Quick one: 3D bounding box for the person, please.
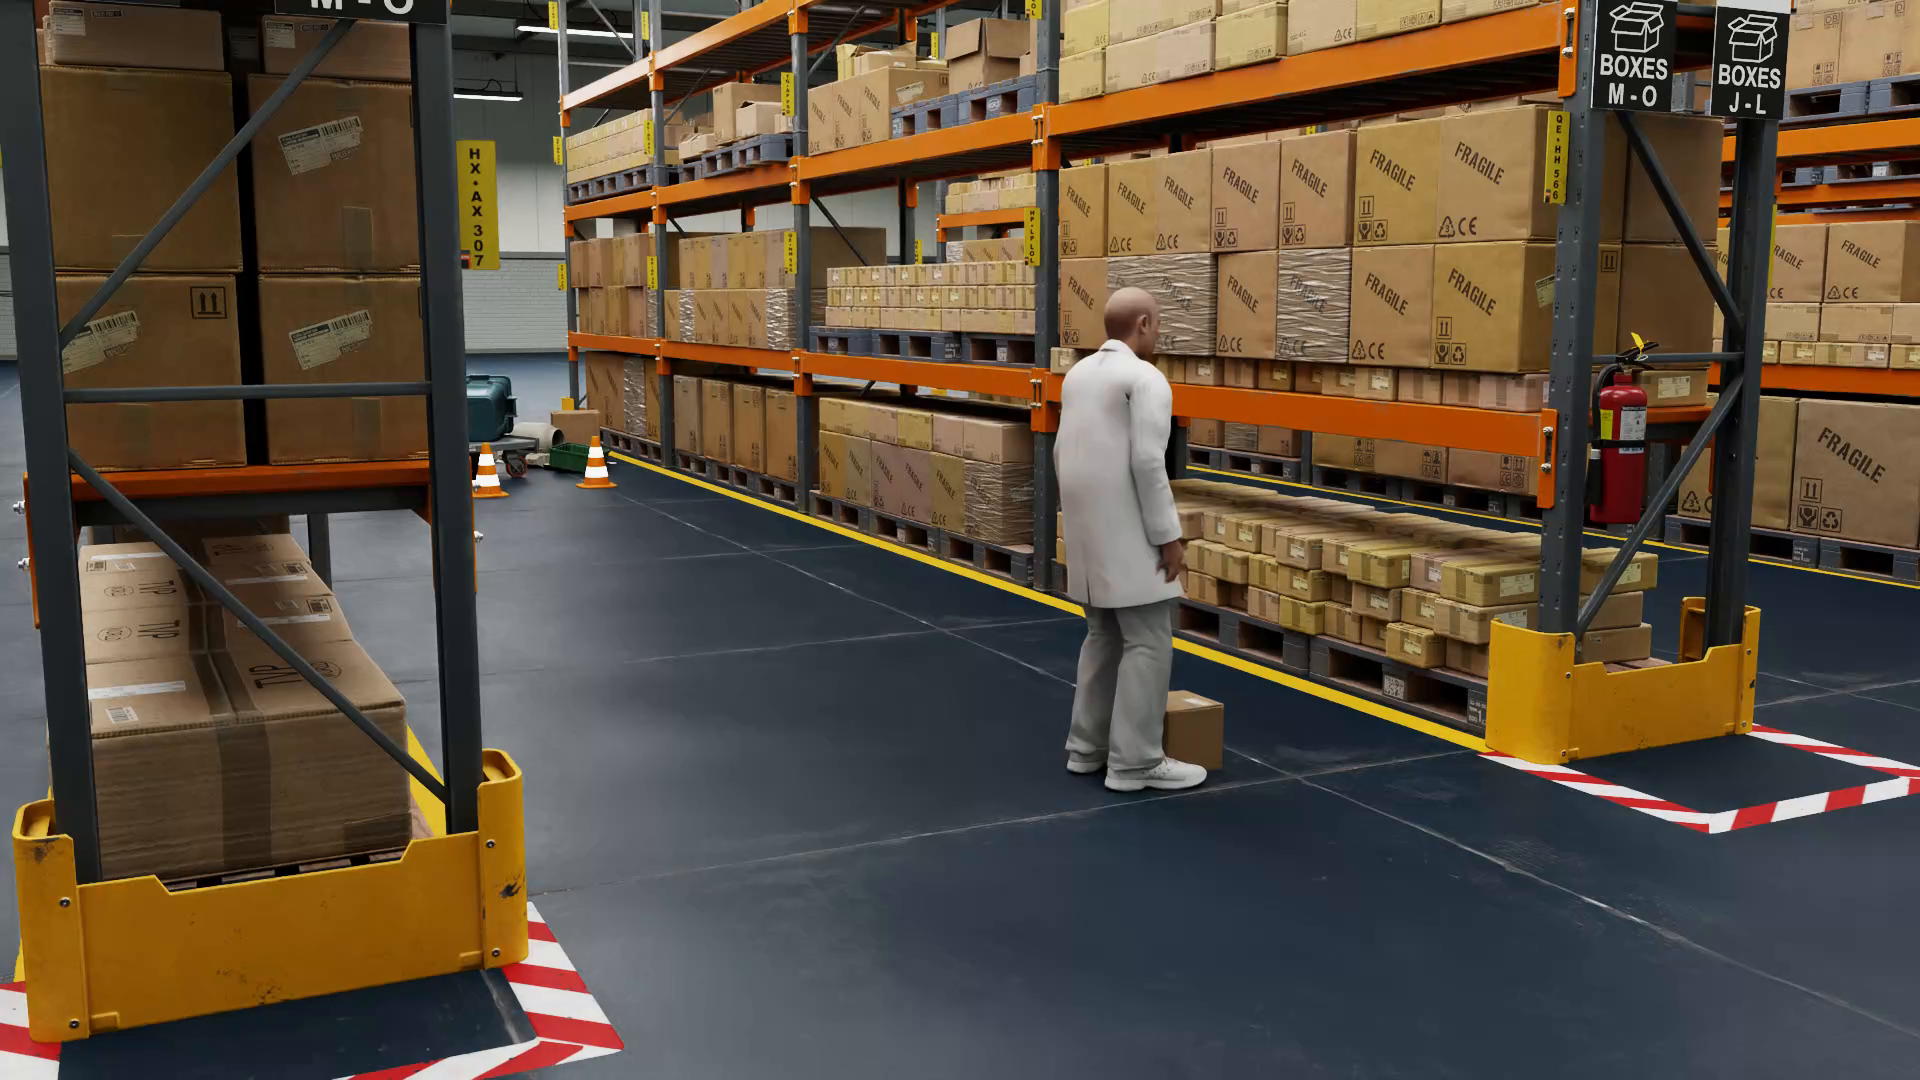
[{"bbox_3d":[3.086,-1.196,14.050,12.752,1.772,12.393,-5,10,-29],"label":"person"}]
